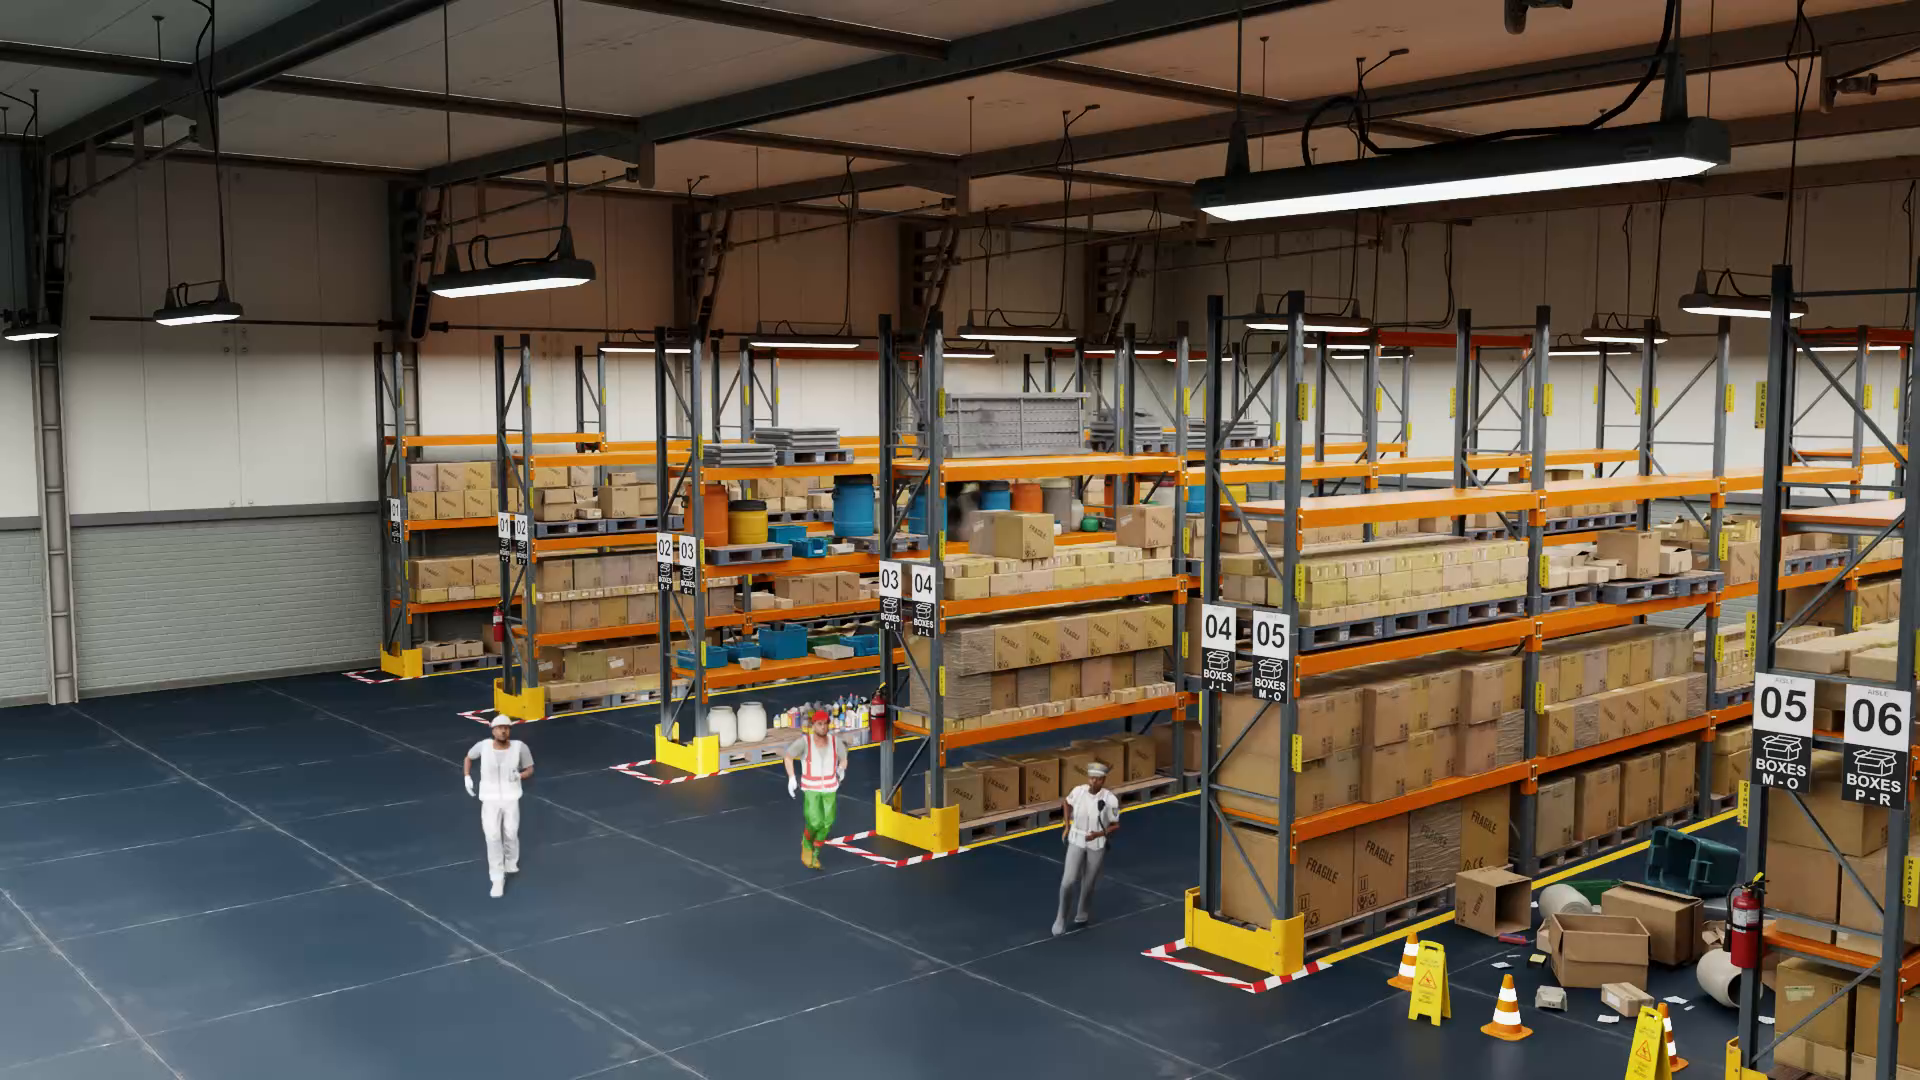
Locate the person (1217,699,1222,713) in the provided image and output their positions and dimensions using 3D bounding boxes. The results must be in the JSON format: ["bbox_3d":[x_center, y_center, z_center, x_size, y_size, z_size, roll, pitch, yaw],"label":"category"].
[{"bbox_3d":[3.737,1.837,24.446,0.650,1.665,0.735,4,7,41],"label":"person"}]

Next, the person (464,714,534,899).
[{"bbox_3d":[-4.767,2.712,17.260,0.691,1.805,0.906,-2,5,-18],"label":"person"}]

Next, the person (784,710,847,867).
[{"bbox_3d":[-1.496,2.675,17.764,0.652,1.730,0.668,-2,6,-21],"label":"person"}]

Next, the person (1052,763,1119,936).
[{"bbox_3d":[1.209,2.915,15.798,0.620,1.690,0.696,1,5,13],"label":"person"}]
